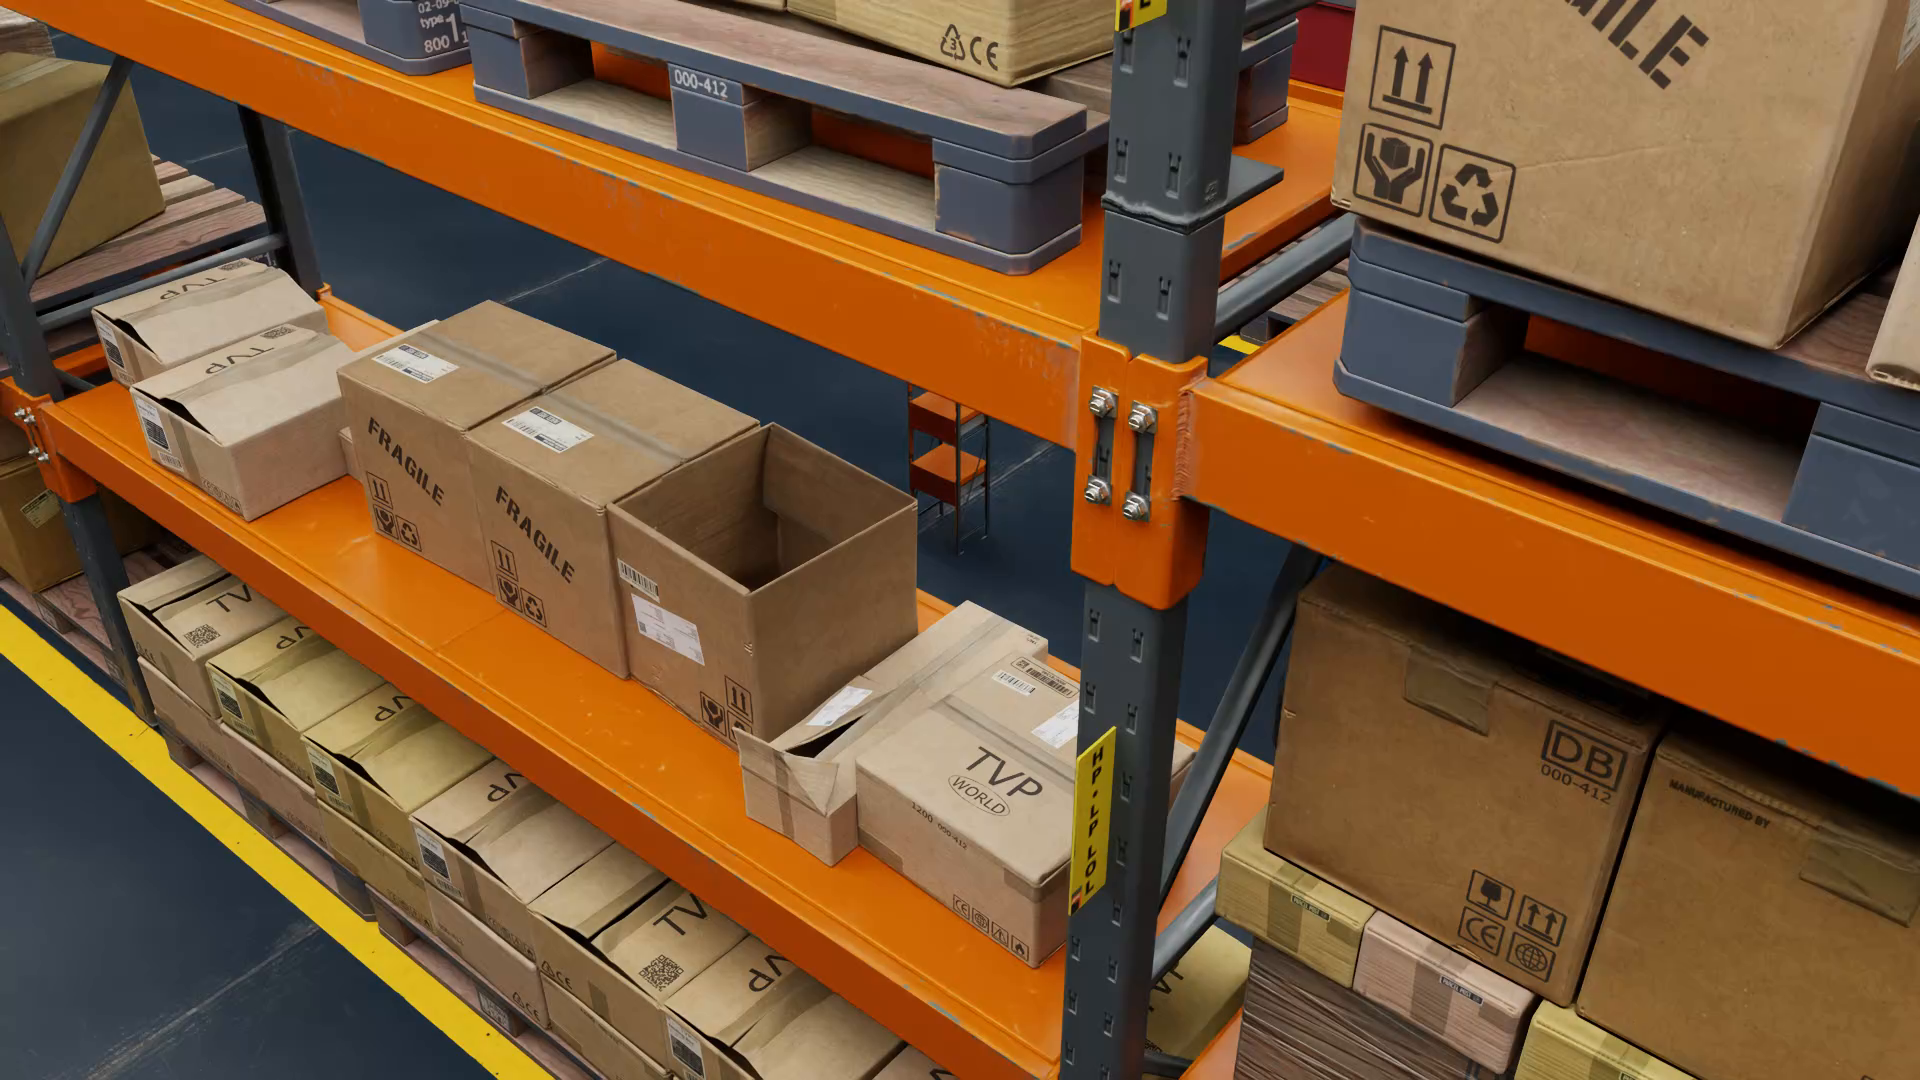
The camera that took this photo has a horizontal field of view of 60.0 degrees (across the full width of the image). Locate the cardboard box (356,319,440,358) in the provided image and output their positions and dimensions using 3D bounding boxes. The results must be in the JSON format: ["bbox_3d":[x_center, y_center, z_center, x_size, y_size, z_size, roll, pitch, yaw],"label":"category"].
[{"bbox_3d":[-1.665,-0.506,5.059,0.250,0.149,0.380,25,42,32],"label":"cardboard box"}]

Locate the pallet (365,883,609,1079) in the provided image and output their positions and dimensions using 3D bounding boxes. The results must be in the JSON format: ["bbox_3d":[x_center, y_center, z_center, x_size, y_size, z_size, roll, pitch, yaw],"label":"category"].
[{"bbox_3d":[-0.992,1.092,4.974,1.213,0.211,1.003,25,42,32],"label":"pallet"}]

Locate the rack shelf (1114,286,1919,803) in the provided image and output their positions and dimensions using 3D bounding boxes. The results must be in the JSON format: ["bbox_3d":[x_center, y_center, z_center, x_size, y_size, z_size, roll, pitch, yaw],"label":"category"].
[{"bbox_3d":[2.079,0.418,1.477,4.000,0.370,1.077,25,42,32],"label":"rack shelf"}]

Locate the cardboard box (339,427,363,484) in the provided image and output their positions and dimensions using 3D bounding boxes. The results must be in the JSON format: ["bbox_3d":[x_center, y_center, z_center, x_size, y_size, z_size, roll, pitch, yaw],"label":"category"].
[{"bbox_3d":[-1.517,-0.274,4.721,0.250,0.149,0.380,29,44,35],"label":"cardboard box"}]

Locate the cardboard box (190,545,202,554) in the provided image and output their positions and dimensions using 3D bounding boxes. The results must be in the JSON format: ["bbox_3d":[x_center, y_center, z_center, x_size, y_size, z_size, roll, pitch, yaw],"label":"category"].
[{"bbox_3d":[-2.700,-0.255,6.291,0.500,0.500,0.500,27,43,34],"label":"cardboard box"}]

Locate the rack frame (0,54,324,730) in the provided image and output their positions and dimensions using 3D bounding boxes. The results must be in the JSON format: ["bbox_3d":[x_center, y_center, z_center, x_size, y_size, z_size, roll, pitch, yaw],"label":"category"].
[{"bbox_3d":[-2.533,-0.815,5.287,0.127,3.000,1.000,25,42,32],"label":"rack frame"}]

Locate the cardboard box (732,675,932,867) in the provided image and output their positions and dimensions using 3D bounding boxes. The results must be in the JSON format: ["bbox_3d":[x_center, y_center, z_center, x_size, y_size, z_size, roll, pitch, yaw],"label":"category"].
[{"bbox_3d":[-0.252,0.451,3.563,0.258,0.266,0.396,24,41,31],"label":"cardboard box"}]

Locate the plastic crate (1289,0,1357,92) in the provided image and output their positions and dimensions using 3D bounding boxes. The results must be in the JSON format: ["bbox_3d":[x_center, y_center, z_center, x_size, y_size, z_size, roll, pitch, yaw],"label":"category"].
[{"bbox_3d":[1.686,-2.276,7.359,0.583,0.464,0.402,25,42,32],"label":"plastic crate"}]

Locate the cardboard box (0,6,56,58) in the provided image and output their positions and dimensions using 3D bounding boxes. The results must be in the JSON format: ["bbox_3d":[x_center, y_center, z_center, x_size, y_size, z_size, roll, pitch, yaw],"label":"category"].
[{"bbox_3d":[-3.669,-1.623,6.004,0.700,0.500,0.500,-25,42,-31],"label":"cardboard box"}]

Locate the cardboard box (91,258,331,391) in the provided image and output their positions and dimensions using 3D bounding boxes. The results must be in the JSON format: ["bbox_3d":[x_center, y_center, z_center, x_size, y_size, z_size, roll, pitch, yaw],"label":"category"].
[{"bbox_3d":[-2.281,-0.627,5.093,0.500,0.311,0.500,28,43,35],"label":"cardboard box"}]

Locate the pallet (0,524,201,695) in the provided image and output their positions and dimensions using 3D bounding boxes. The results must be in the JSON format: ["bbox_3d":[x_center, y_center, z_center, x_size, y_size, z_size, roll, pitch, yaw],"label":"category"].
[{"bbox_3d":[-3.082,0.048,6.494,1.213,0.211,1.003,25,42,32],"label":"pallet"}]

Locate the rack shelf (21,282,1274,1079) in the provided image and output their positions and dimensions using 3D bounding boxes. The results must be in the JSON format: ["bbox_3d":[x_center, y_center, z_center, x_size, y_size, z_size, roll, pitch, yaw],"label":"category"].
[{"bbox_3d":[-0.996,0.206,4.436,4.000,0.370,1.077,25,42,32],"label":"rack shelf"}]

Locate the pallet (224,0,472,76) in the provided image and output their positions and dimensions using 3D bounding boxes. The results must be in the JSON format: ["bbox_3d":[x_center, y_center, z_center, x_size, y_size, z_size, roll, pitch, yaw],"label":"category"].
[{"bbox_3d":[-1.093,-1.363,3.602,1.213,0.211,1.003,27,43,34],"label":"pallet"}]

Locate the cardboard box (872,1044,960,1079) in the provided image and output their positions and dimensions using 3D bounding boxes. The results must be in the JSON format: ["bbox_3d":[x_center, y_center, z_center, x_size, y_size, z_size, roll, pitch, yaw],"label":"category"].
[{"bbox_3d":[0.047,1.341,3.710,0.500,0.311,0.500,25,42,32],"label":"cardboard box"}]

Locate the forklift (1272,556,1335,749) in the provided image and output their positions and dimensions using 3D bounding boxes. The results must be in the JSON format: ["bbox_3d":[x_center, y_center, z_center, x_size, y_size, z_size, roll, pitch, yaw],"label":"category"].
[{"bbox_3d":[2.487,-0.105,4.314,3.031,2.935,1.130,27,43,34],"label":"forklift"}]

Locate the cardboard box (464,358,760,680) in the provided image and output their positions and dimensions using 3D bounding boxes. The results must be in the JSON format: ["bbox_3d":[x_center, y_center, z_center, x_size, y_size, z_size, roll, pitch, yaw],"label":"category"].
[{"bbox_3d":[-0.828,-0.065,4.106,0.500,0.500,0.500,25,42,32],"label":"cardboard box"}]

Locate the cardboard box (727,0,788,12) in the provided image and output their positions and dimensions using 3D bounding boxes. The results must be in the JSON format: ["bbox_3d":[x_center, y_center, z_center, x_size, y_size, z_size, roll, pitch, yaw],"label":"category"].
[{"bbox_3d":[-0.350,-1.139,2.871,0.500,0.250,0.500,21,40,28],"label":"cardboard box"}]

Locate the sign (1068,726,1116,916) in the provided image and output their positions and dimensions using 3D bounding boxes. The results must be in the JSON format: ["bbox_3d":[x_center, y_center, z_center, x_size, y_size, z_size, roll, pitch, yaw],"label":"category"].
[{"bbox_3d":[0.202,0.429,2.523,0.005,0.325,0.100,25,42,32],"label":"sign"}]

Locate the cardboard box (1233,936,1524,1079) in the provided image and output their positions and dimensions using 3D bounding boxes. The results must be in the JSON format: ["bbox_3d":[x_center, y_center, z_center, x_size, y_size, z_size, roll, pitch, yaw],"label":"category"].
[{"bbox_3d":[0.887,0.751,2.919,0.500,0.500,0.700,24,41,31],"label":"cardboard box"}]

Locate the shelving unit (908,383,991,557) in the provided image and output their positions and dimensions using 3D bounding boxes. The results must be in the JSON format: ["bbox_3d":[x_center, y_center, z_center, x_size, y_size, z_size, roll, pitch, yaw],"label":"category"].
[{"bbox_3d":[-0.041,-0.452,6.481,0.252,1.050,0.215,25,42,32],"label":"shelving unit"}]

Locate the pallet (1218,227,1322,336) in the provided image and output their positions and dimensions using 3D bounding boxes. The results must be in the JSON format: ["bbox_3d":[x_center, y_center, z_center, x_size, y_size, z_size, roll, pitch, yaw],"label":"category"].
[{"bbox_3d":[1.210,-1.522,8.779,1.213,0.211,1.003,25,42,32],"label":"pallet"}]

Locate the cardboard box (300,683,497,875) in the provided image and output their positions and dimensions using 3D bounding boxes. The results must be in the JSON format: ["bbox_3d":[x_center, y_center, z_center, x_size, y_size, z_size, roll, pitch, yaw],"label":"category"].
[{"bbox_3d":[-1.518,0.604,4.783,0.500,0.311,0.500,24,41,31],"label":"cardboard box"}]

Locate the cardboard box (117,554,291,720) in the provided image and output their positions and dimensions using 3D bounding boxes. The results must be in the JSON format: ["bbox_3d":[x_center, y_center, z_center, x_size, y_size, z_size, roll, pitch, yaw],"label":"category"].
[{"bbox_3d":[-2.318,0.232,5.325,0.500,0.311,0.500,27,43,33],"label":"cardboard box"}]

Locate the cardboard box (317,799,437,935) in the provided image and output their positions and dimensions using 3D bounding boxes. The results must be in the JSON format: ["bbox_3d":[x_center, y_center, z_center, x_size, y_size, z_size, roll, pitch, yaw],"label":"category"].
[{"bbox_3d":[-1.528,0.830,4.949,0.500,0.250,0.500,24,41,31],"label":"cardboard box"}]

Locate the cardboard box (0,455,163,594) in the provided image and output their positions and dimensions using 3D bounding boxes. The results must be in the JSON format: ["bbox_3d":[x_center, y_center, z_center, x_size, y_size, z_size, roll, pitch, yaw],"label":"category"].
[{"bbox_3d":[-3.402,-0.202,6.215,0.500,0.500,0.500,27,43,34],"label":"cardboard box"}]

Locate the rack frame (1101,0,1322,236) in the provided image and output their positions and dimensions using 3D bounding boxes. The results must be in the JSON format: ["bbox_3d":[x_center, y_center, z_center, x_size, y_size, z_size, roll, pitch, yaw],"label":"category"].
[{"bbox_3d":[0.541,-1.839,1.479,0.127,3.000,1.000,25,42,32],"label":"rack frame"}]

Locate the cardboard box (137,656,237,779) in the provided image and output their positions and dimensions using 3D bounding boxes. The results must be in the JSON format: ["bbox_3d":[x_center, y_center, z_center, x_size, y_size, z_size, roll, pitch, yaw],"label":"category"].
[{"bbox_3d":[-2.318,0.463,5.484,0.500,0.250,0.500,25,42,32],"label":"cardboard box"}]

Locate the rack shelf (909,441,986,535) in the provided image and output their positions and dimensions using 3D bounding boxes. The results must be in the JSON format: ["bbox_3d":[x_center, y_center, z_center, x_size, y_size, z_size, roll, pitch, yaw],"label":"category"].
[{"bbox_3d":[-0.041,-0.214,6.644,0.240,0.259,0.215,25,42,32],"label":"rack shelf"}]

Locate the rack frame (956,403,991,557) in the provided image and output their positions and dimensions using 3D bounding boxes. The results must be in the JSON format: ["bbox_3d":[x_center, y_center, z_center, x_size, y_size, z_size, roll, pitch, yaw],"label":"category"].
[{"bbox_3d":[0.053,-0.408,6.417,0.008,1.050,0.200,25,42,32],"label":"rack frame"}]

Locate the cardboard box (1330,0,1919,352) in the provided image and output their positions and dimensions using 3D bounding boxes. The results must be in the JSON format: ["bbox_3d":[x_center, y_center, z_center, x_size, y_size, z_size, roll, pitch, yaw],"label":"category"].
[{"bbox_3d":[0.760,-0.577,1.708,0.500,0.500,0.500,29,44,35],"label":"cardboard box"}]

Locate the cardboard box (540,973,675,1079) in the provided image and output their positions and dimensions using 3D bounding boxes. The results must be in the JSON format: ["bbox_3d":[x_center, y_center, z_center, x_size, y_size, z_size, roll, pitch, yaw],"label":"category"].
[{"bbox_3d":[-0.744,1.201,4.409,0.500,0.250,0.500,26,42,33],"label":"cardboard box"}]

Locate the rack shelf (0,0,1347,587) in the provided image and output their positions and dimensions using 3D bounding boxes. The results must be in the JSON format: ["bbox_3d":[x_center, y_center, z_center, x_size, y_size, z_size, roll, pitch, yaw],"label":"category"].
[{"bbox_3d":[-0.996,-1.030,3.587,4.000,0.370,1.077,25,42,32],"label":"rack shelf"}]

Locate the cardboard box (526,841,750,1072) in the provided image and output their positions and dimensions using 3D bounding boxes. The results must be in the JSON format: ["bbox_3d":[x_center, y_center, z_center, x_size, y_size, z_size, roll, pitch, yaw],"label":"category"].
[{"bbox_3d":[-0.739,0.974,4.245,0.500,0.311,0.500,25,42,32],"label":"cardboard box"}]

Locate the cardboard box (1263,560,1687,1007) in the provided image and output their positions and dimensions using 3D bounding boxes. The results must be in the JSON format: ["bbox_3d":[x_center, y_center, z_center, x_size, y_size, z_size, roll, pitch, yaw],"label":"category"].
[{"bbox_3d":[0.887,0.216,2.552,0.500,0.500,0.700,25,42,32],"label":"cardboard box"}]

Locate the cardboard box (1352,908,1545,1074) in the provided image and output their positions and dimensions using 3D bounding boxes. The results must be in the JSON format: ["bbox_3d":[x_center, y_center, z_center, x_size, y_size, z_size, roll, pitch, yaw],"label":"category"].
[{"bbox_3d":[0.817,0.598,2.569,0.250,0.149,0.380,26,42,32],"label":"cardboard box"}]
